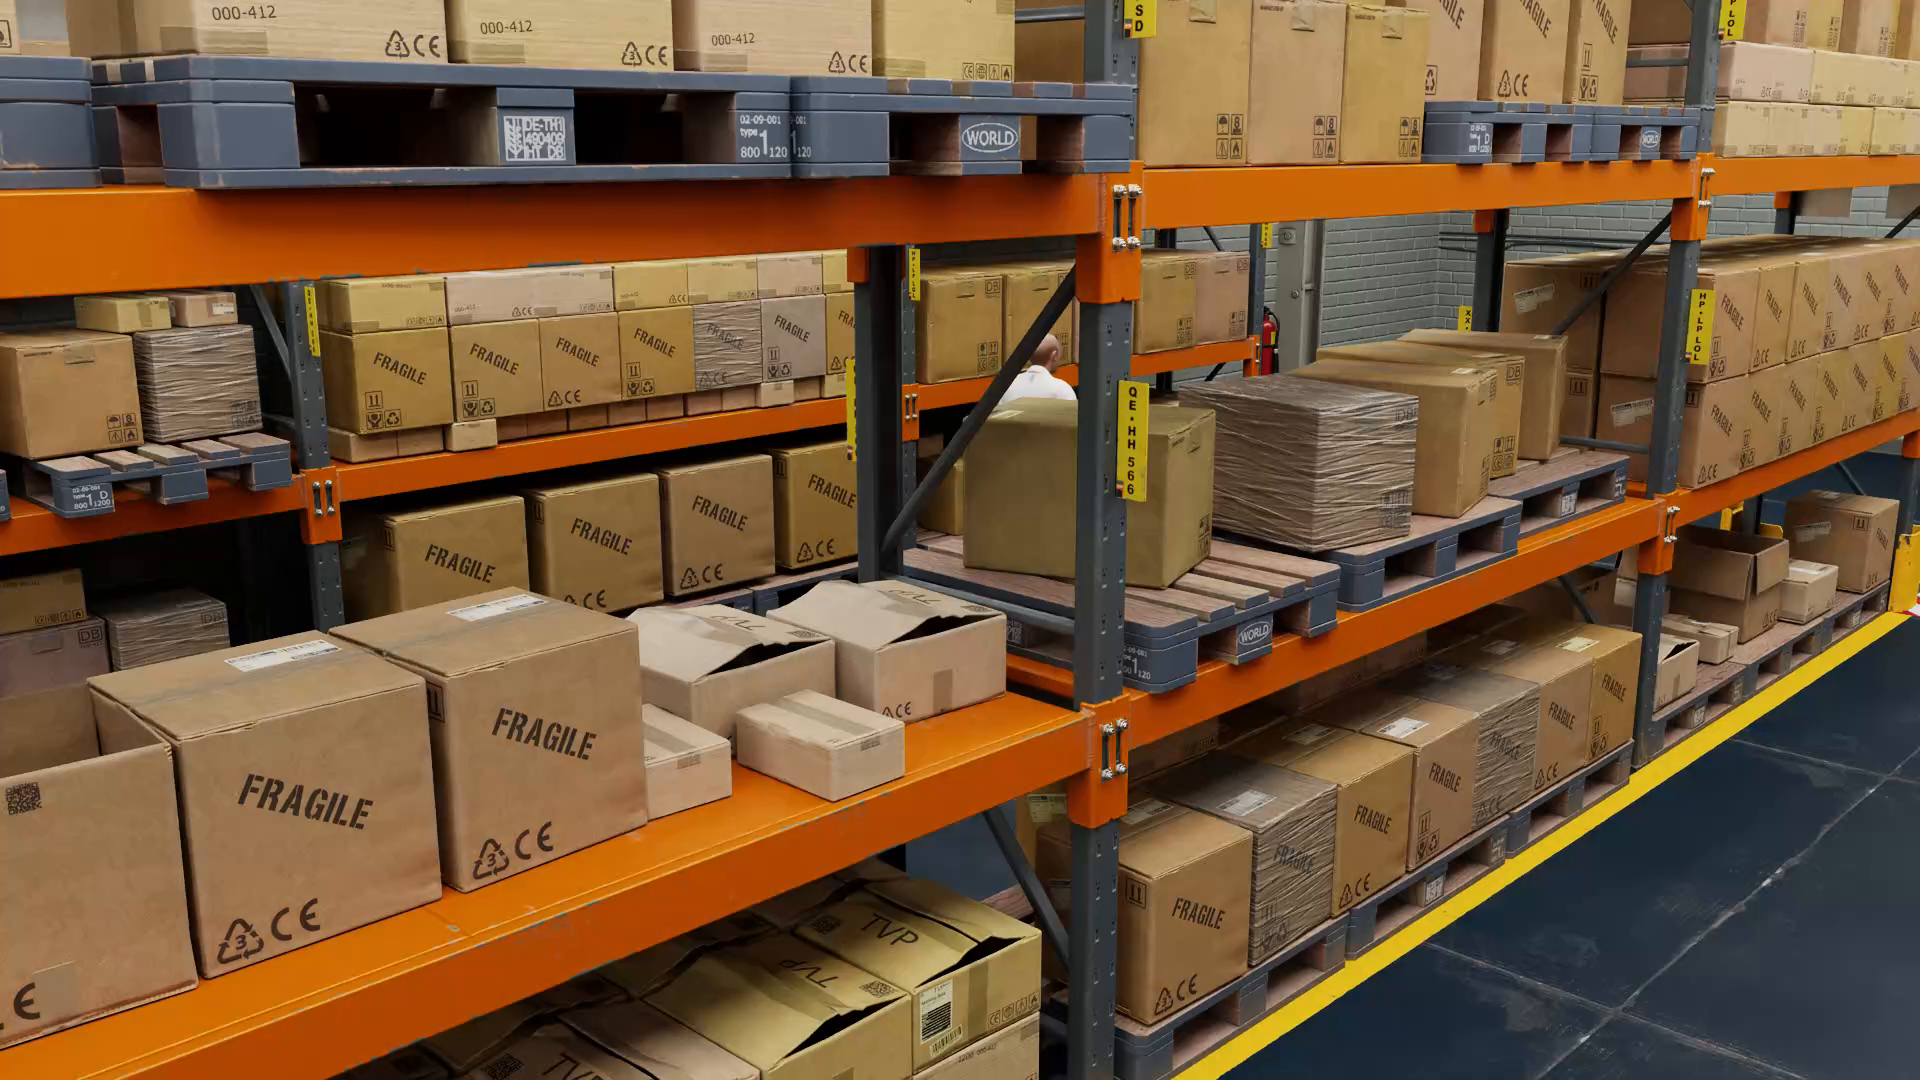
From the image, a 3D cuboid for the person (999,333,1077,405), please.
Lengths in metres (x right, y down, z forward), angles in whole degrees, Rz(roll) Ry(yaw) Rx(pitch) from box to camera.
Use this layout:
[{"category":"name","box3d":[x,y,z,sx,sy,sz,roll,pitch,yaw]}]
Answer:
[{"category":"person","box3d":[0.482,-0.350,9.981,0.655,1.774,0.416,12,18,41]}]
